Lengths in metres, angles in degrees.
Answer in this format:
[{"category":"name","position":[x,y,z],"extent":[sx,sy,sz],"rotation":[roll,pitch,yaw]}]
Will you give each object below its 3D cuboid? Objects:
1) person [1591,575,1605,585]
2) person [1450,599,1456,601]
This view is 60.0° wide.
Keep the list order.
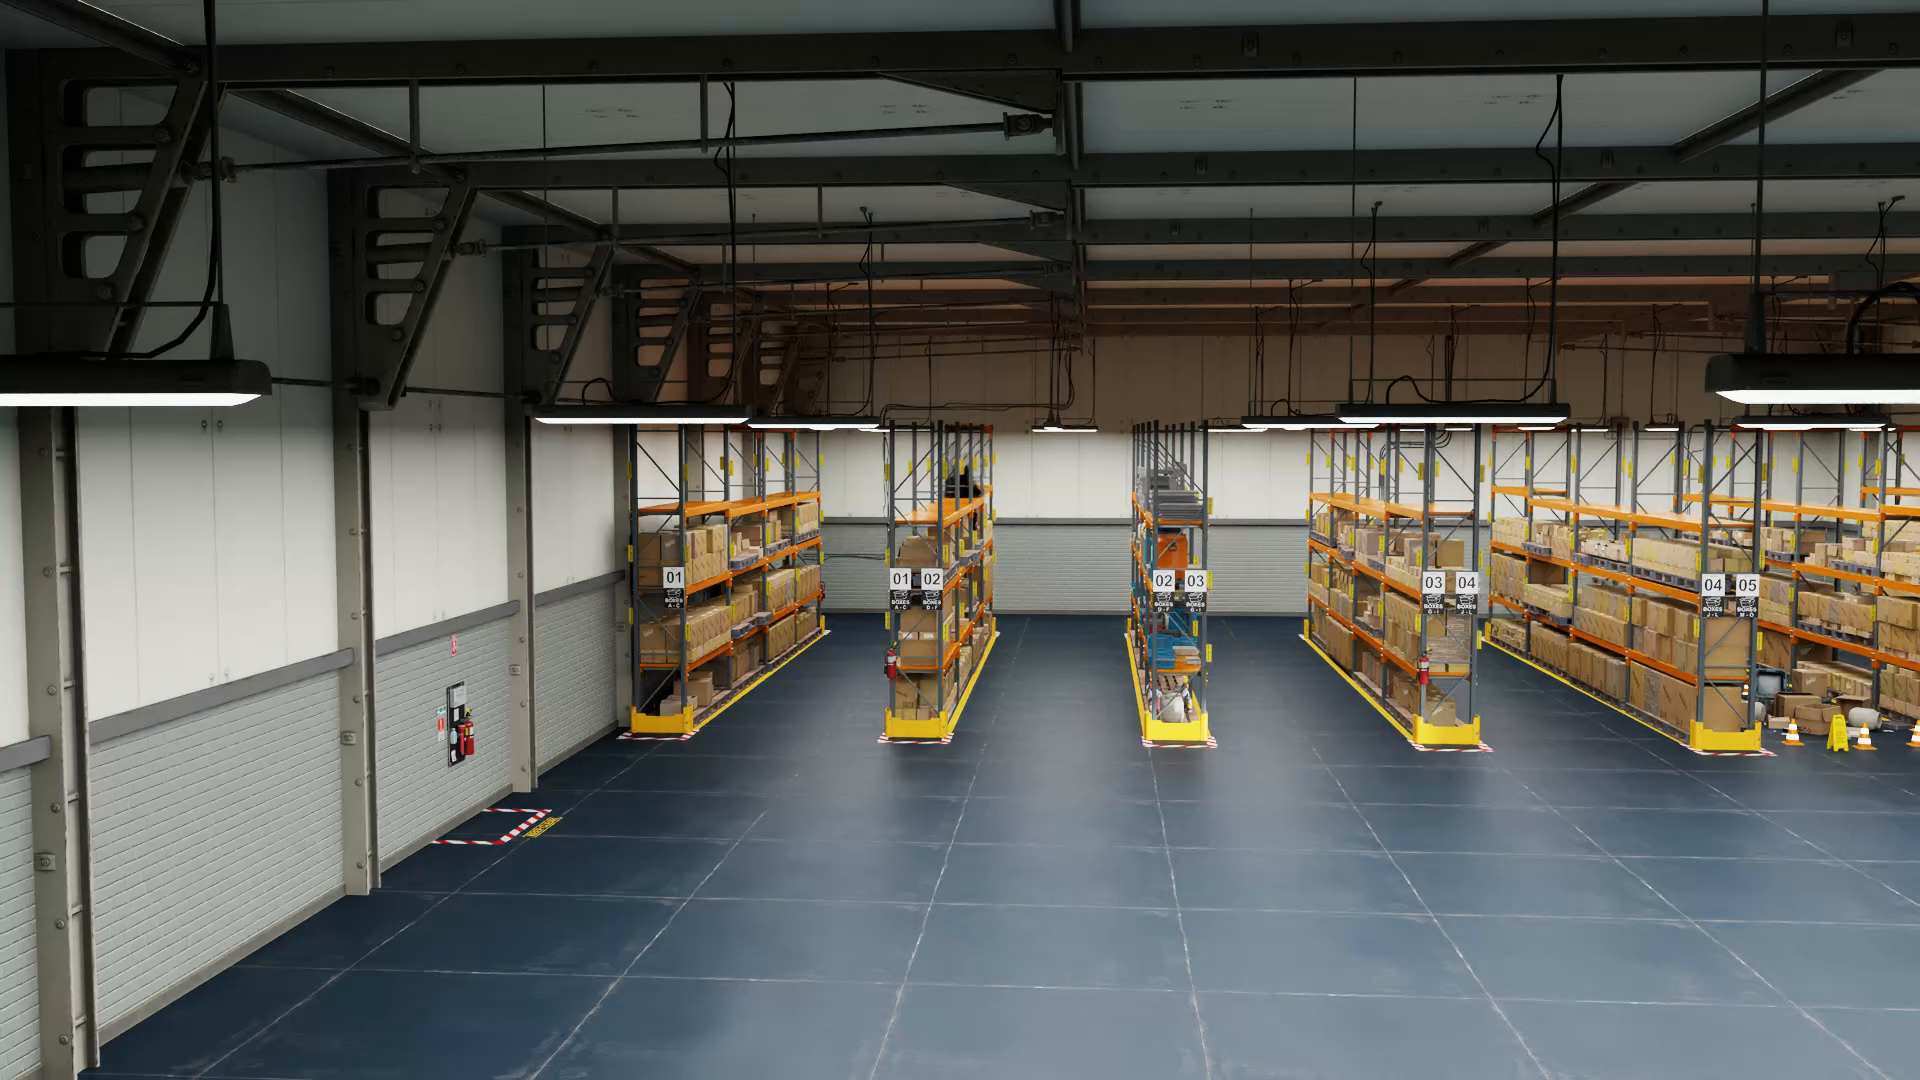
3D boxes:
[{"category":"person","position":[18.172,1.839,47.352],"extent":[0.897,1.805,0.693],"rotation":[1,4,12]},{"category":"person","position":[13.389,1.945,45.987],"extent":[0.765,1.718,0.937],"rotation":[2,4,31]}]
